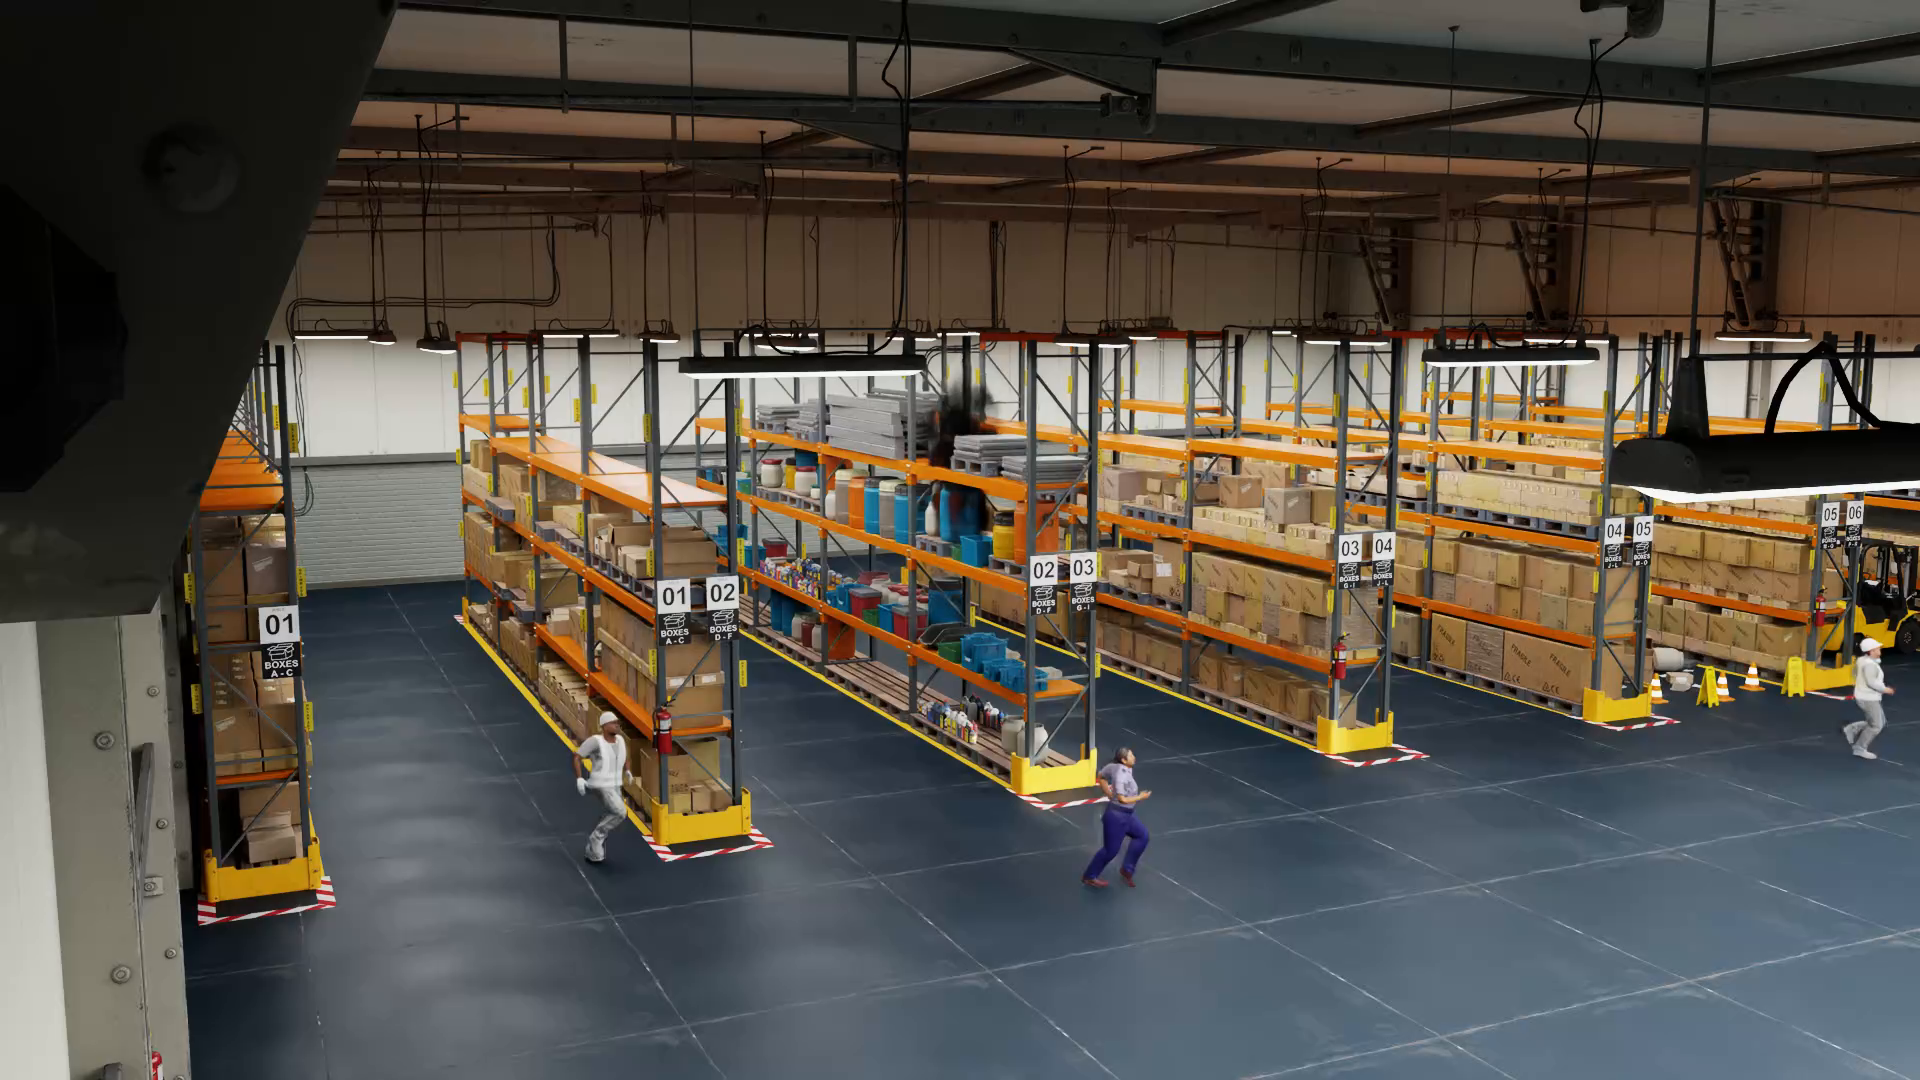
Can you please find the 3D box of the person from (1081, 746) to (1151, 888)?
[{"bbox_3d":[1.721,3.080,18.307,0.753,1.667,0.586,1,8,7],"label":"person"}]

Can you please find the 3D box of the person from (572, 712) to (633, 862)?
[{"bbox_3d":[-4.079,2.869,19.395,0.617,1.711,0.721,4,9,28],"label":"person"}]

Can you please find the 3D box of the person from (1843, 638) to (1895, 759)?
[{"bbox_3d":[13.082,2.265,23.885,0.561,1.737,0.698,3,8,20],"label":"person"}]

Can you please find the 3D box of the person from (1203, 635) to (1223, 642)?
[{"bbox_3d":[5.015,1.128,32.412,0.639,1.749,0.680,-4,9,-29],"label":"person"}]
